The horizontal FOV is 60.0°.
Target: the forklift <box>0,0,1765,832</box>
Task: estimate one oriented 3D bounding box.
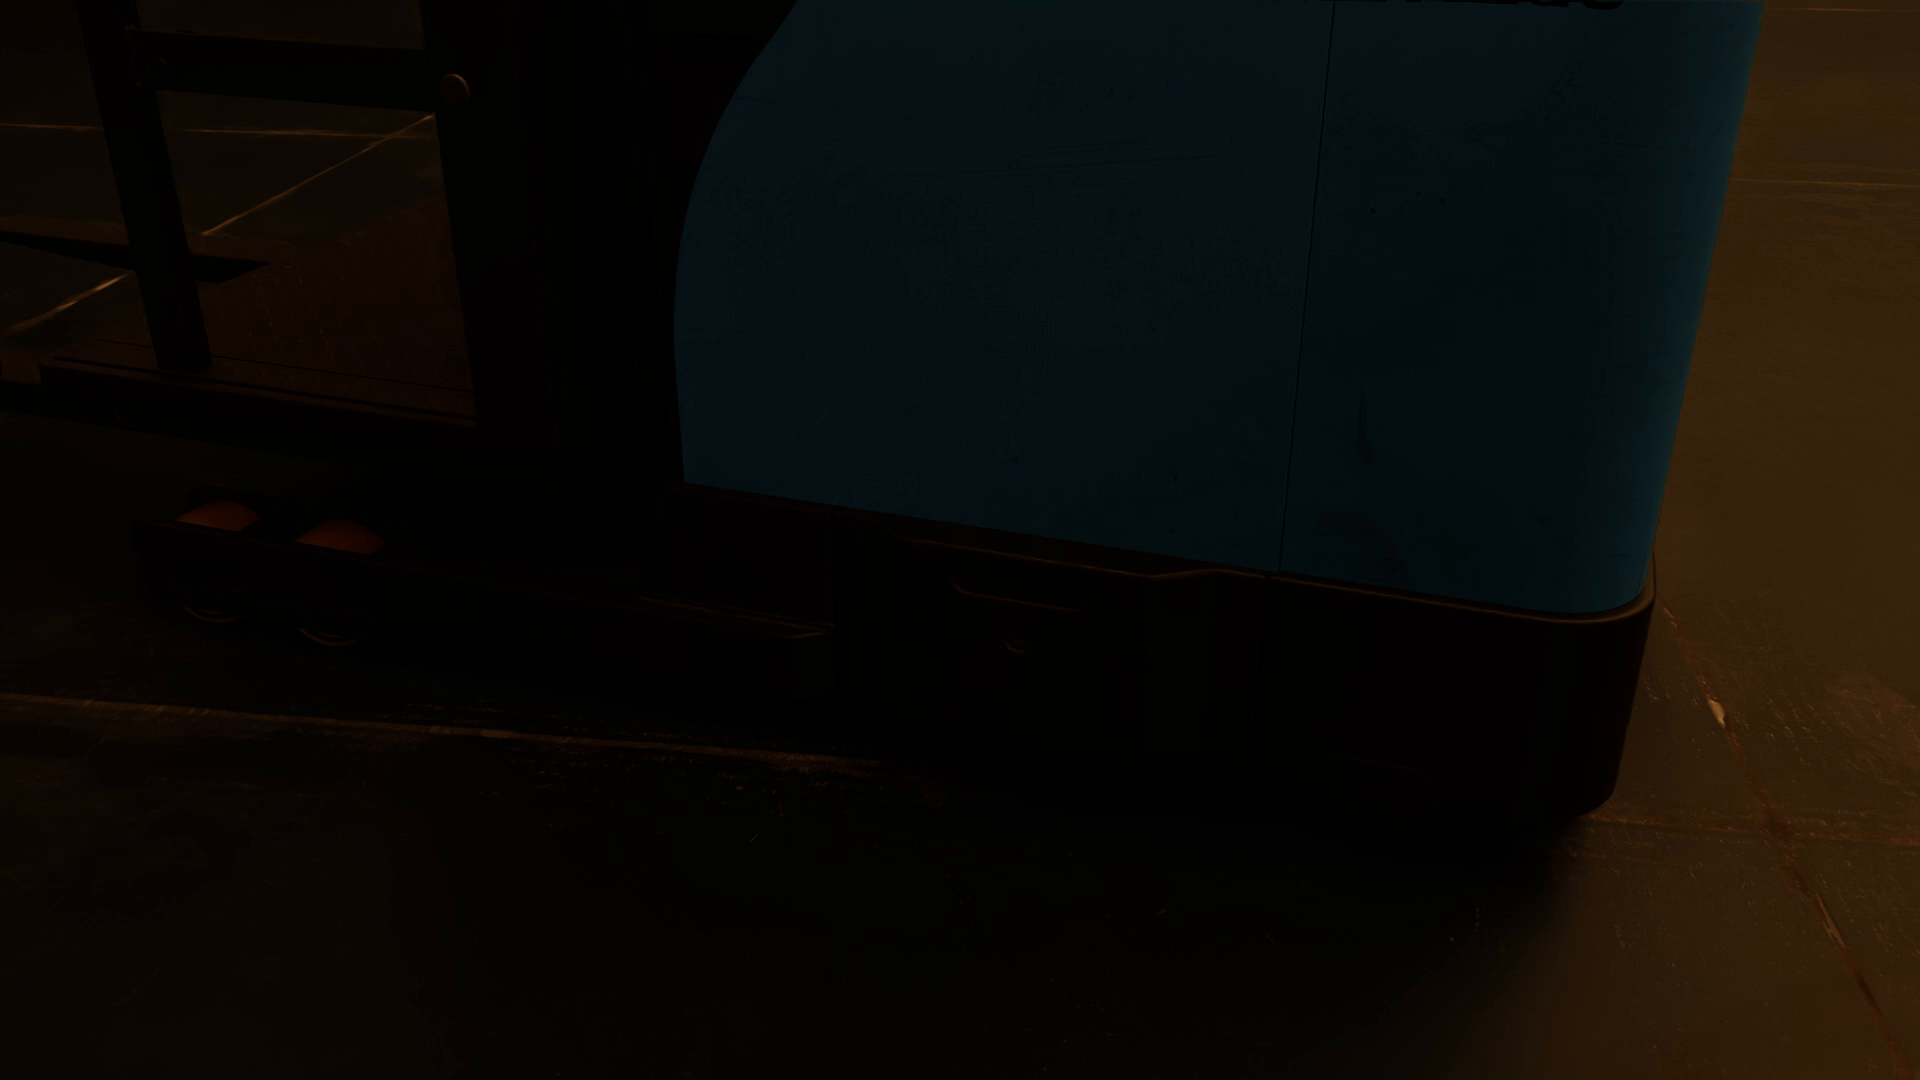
[{"bbox_3d":[-0.582,-1.381,1.985,3.031,2.935,1.130,9,28,17],"label":"forklift"}]
